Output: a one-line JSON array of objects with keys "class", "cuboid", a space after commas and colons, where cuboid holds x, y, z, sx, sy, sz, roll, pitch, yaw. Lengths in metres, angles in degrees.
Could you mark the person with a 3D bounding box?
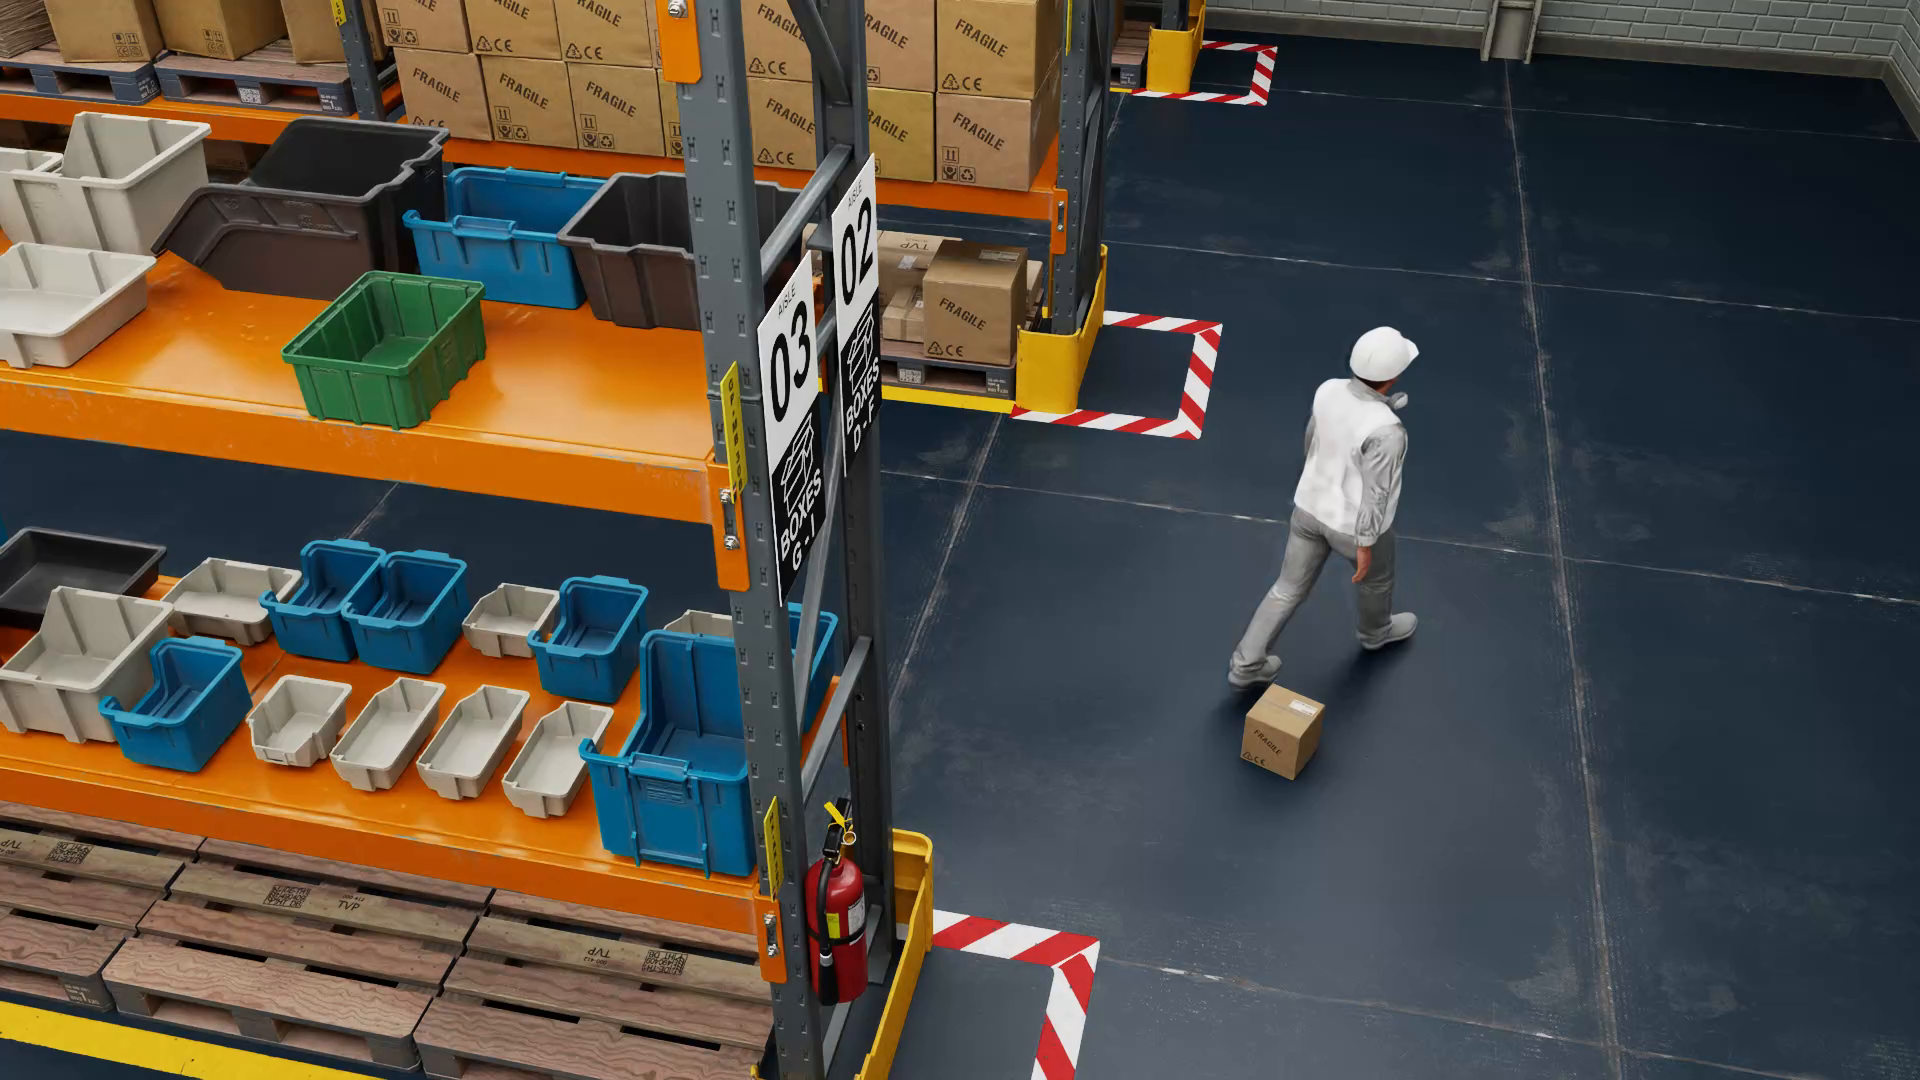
[{"class": "person", "cuboid": [1.639, -0.142, 7.156, 1.055, 1.727, 0.559, -24, 42, -29]}]
